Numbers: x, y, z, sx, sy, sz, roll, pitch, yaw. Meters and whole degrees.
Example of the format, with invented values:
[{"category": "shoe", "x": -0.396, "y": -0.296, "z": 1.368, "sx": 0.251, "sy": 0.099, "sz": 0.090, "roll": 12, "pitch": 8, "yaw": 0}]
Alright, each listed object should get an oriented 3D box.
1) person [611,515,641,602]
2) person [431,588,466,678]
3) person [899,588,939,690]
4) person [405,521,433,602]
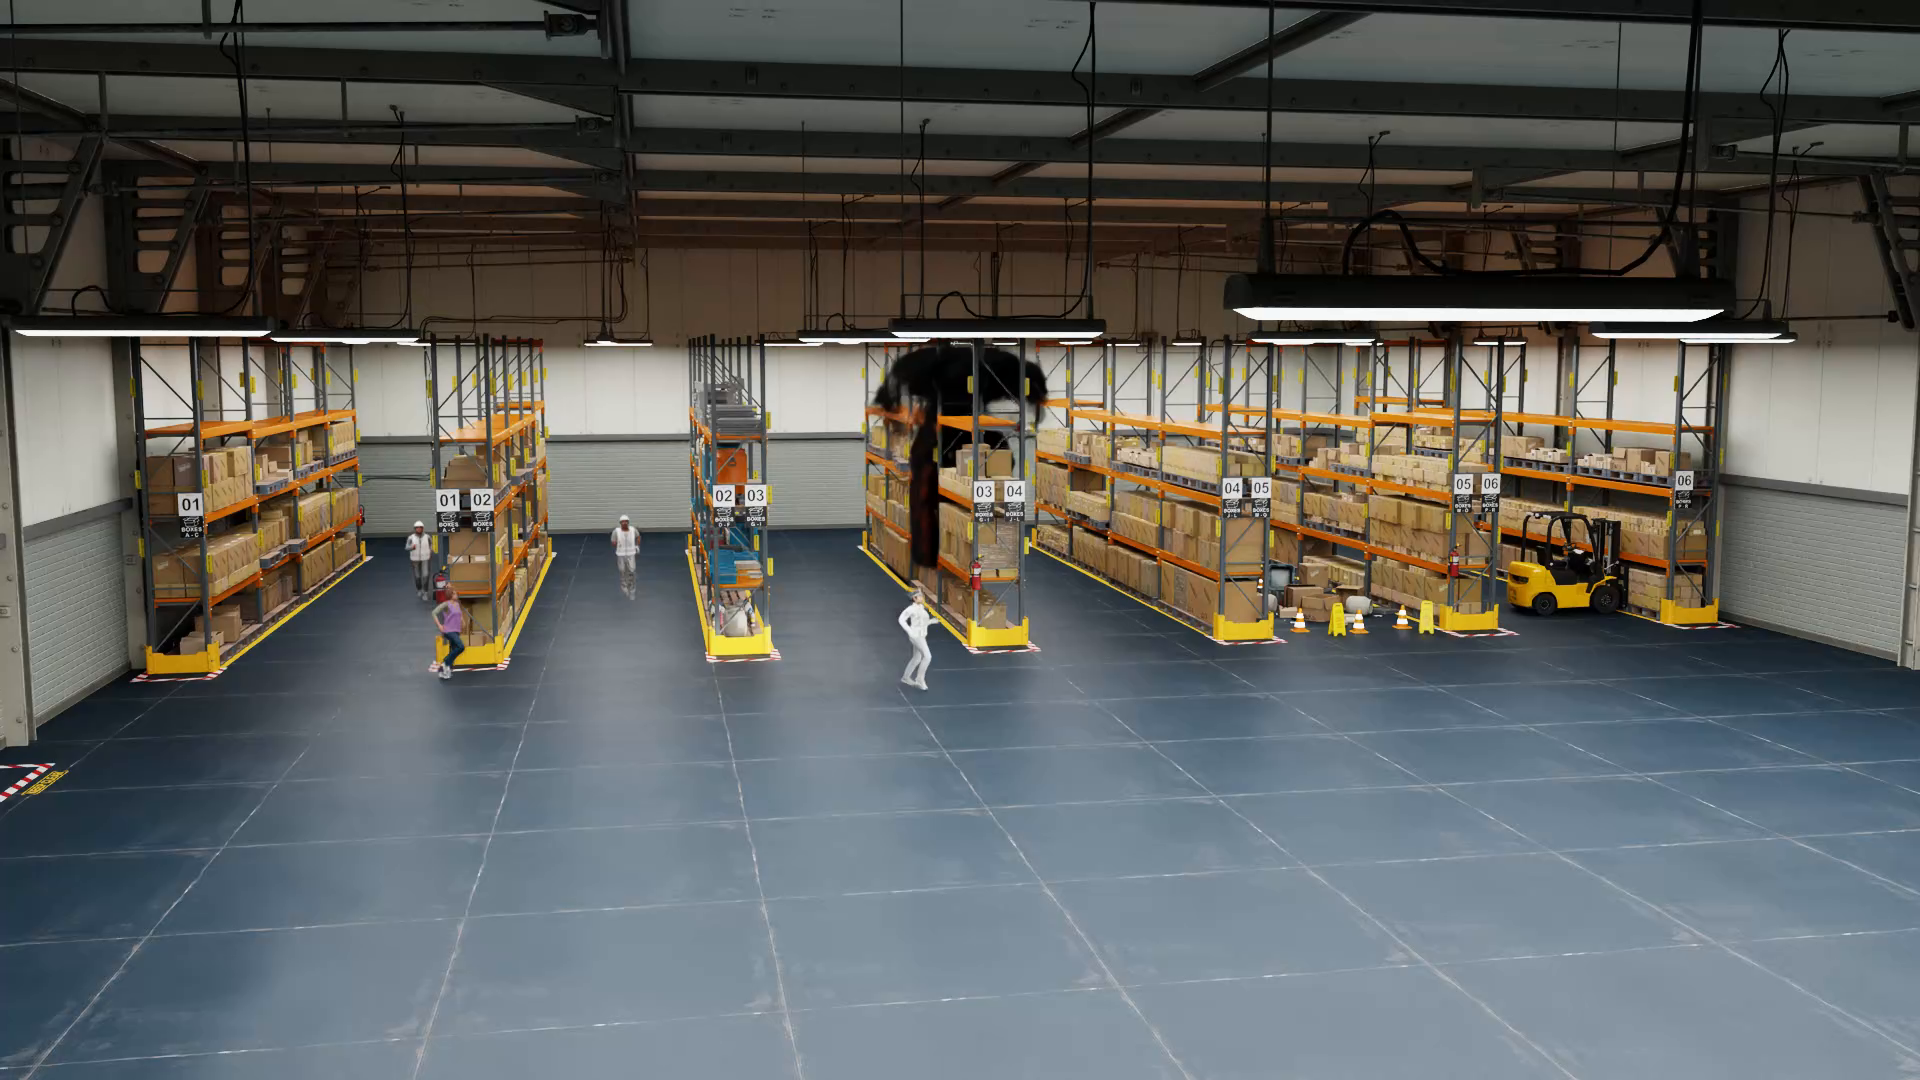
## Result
[{"category": "person", "x": -7.327, "y": 0.398, "z": 36.510, "sx": 0.653, "sy": 1.890, "sz": 0.732, "roll": -2, "pitch": 7, "yaw": -13}, {"category": "person", "x": -8.874, "y": 1.624, "z": 29.099, "sx": 0.544, "sy": 1.550, "sz": 0.555, "roll": 1, "pitch": 7, "yaw": 11}, {"category": "person", "x": -0.697, "y": 1.677, "z": 28.108, "sx": 0.677, "sy": 1.732, "sz": 0.592, "roll": 2, "pitch": 7, "yaw": 18}, {"category": "person", "x": -12.349, "y": 0.480, "z": 38.052, "sx": 0.641, "sy": 1.820, "sz": 0.740, "roll": -2, "pitch": 7, "yaw": -16}]
